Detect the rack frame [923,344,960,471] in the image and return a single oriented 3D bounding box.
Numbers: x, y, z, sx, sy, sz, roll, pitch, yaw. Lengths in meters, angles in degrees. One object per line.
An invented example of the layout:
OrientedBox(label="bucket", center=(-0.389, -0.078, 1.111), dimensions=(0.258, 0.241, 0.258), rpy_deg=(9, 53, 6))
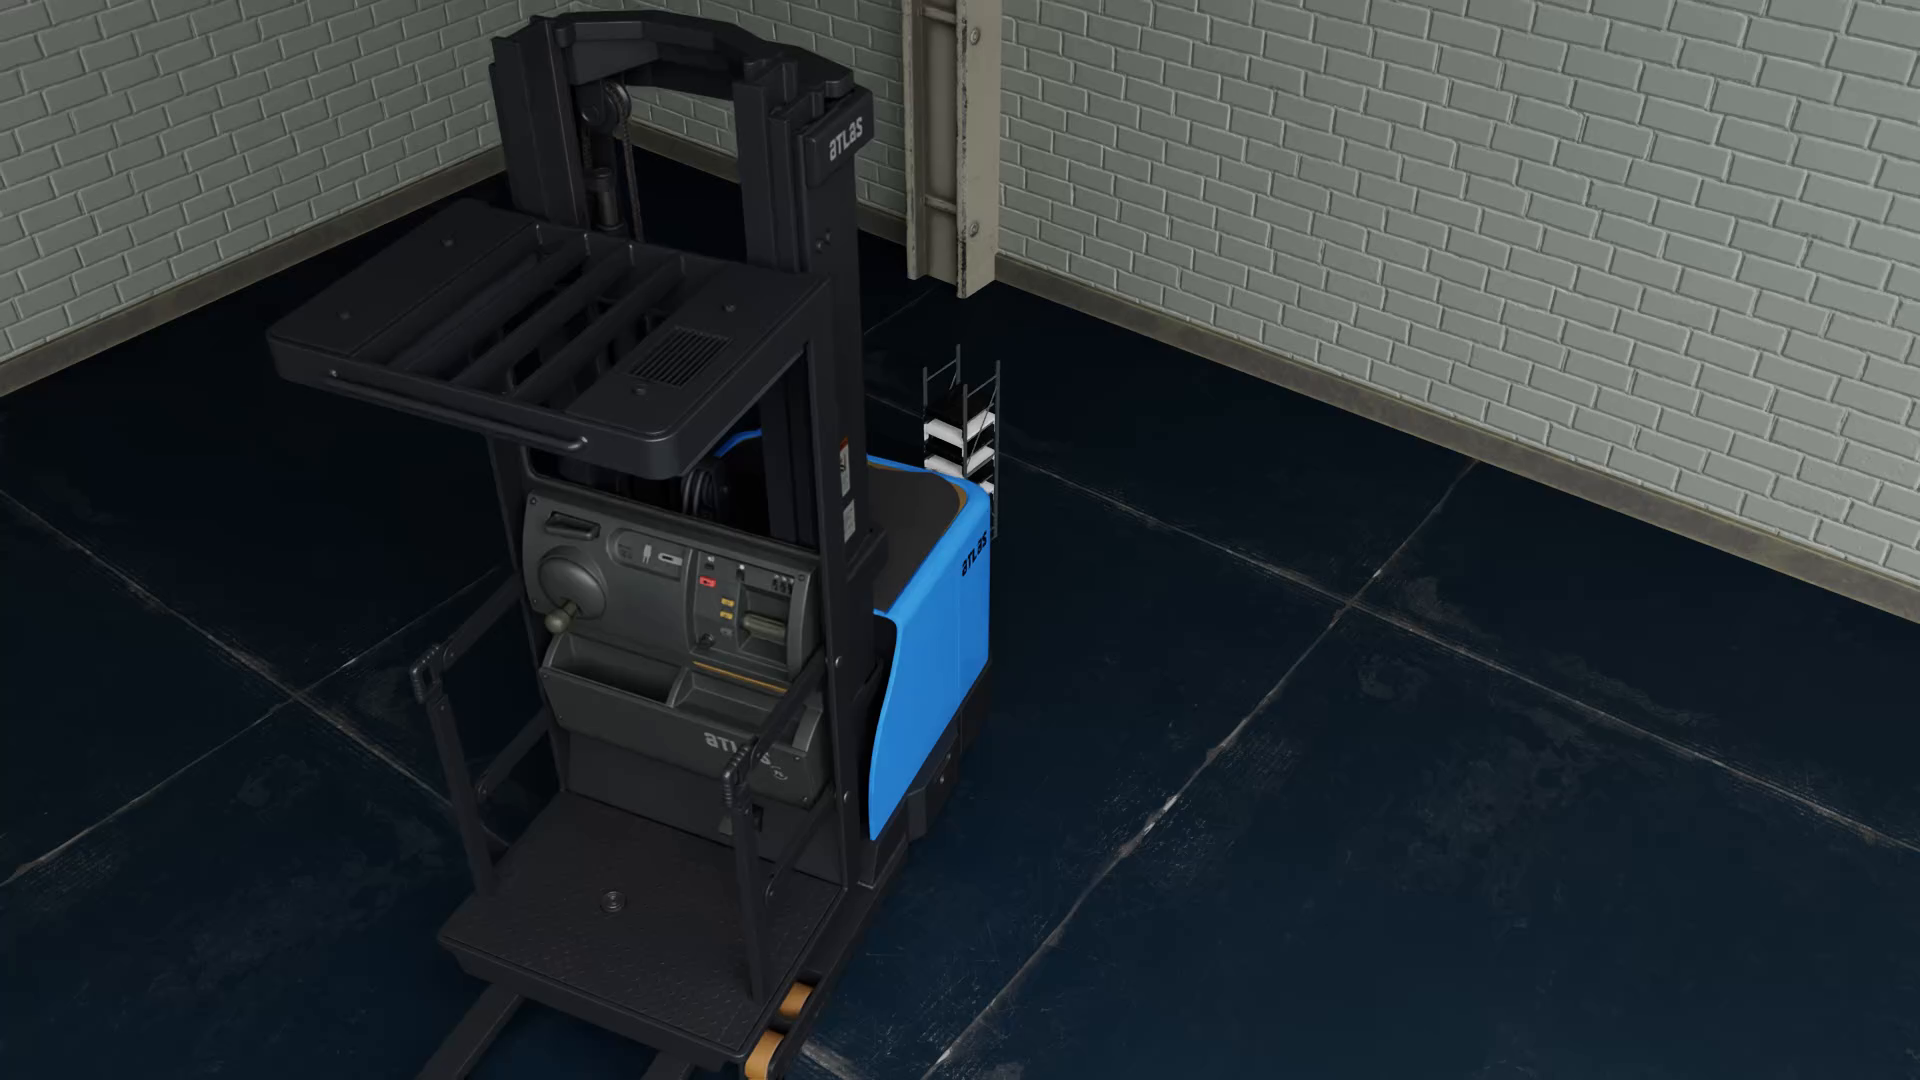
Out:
OrientedBox(label="rack frame", center=(-0.074, -0.389, 7.017), dimensions=(0.006, 0.900, 0.240), rpy_deg=(25, 45, 29))

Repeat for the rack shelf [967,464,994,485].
OrientedBox(label="rack shelf", center=(0.006, -0.254, 7.045), dimensions=(0.200, 0.077, 0.258), rpy_deg=(25, 45, 29))

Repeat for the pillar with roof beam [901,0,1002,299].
OrientedBox(label="pillar with roof beam", center=(-2.657, -2.873, 3.620), dimensions=(0.400, 9.000, 9.100), rpy_deg=(25, 45, 29))

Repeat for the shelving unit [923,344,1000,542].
OrientedBox(label="shelving unit", center=(0.006, -0.351, 6.969), dimensions=(0.210, 0.900, 0.258), rpy_deg=(25, 45, 29))

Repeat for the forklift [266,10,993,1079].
OrientedBox(label="forklift", center=(-0.932, 0.213, 4.600), dimensions=(1.130, 2.935, 3.031), rpy_deg=(15, 41, 18))

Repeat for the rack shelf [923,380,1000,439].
OrientedBox(label="rack shelf", center=(0.006, -0.538, 6.823), dimensions=(0.200, 0.077, 0.258), rpy_deg=(25, 45, 29))

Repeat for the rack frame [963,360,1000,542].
OrientedBox(label="rack frame", center=(0.087, -0.313, 6.920), dimensions=(0.006, 0.900, 0.240), rpy_deg=(25, 45, 29))

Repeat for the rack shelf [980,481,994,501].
OrientedBox(label="rack shelf", center=(0.006, -0.183, 7.100), dimensions=(0.200, 0.077, 0.258), rpy_deg=(25, 45, 29))

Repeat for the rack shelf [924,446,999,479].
OrientedBox(label="rack shelf", center=(0.006, -0.325, 6.989), dimensions=(0.200, 0.077, 0.258), rpy_deg=(25, 45, 29))

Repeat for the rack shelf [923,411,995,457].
OrientedBox(label="rack shelf", center=(0.006, -0.467, 6.878), dimensions=(0.200, 0.077, 0.258), rpy_deg=(25, 45, 29))

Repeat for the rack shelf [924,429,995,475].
OrientedBox(label="rack shelf", center=(0.006, -0.396, 6.934), dimensions=(0.200, 0.077, 0.258), rpy_deg=(25, 45, 29))
